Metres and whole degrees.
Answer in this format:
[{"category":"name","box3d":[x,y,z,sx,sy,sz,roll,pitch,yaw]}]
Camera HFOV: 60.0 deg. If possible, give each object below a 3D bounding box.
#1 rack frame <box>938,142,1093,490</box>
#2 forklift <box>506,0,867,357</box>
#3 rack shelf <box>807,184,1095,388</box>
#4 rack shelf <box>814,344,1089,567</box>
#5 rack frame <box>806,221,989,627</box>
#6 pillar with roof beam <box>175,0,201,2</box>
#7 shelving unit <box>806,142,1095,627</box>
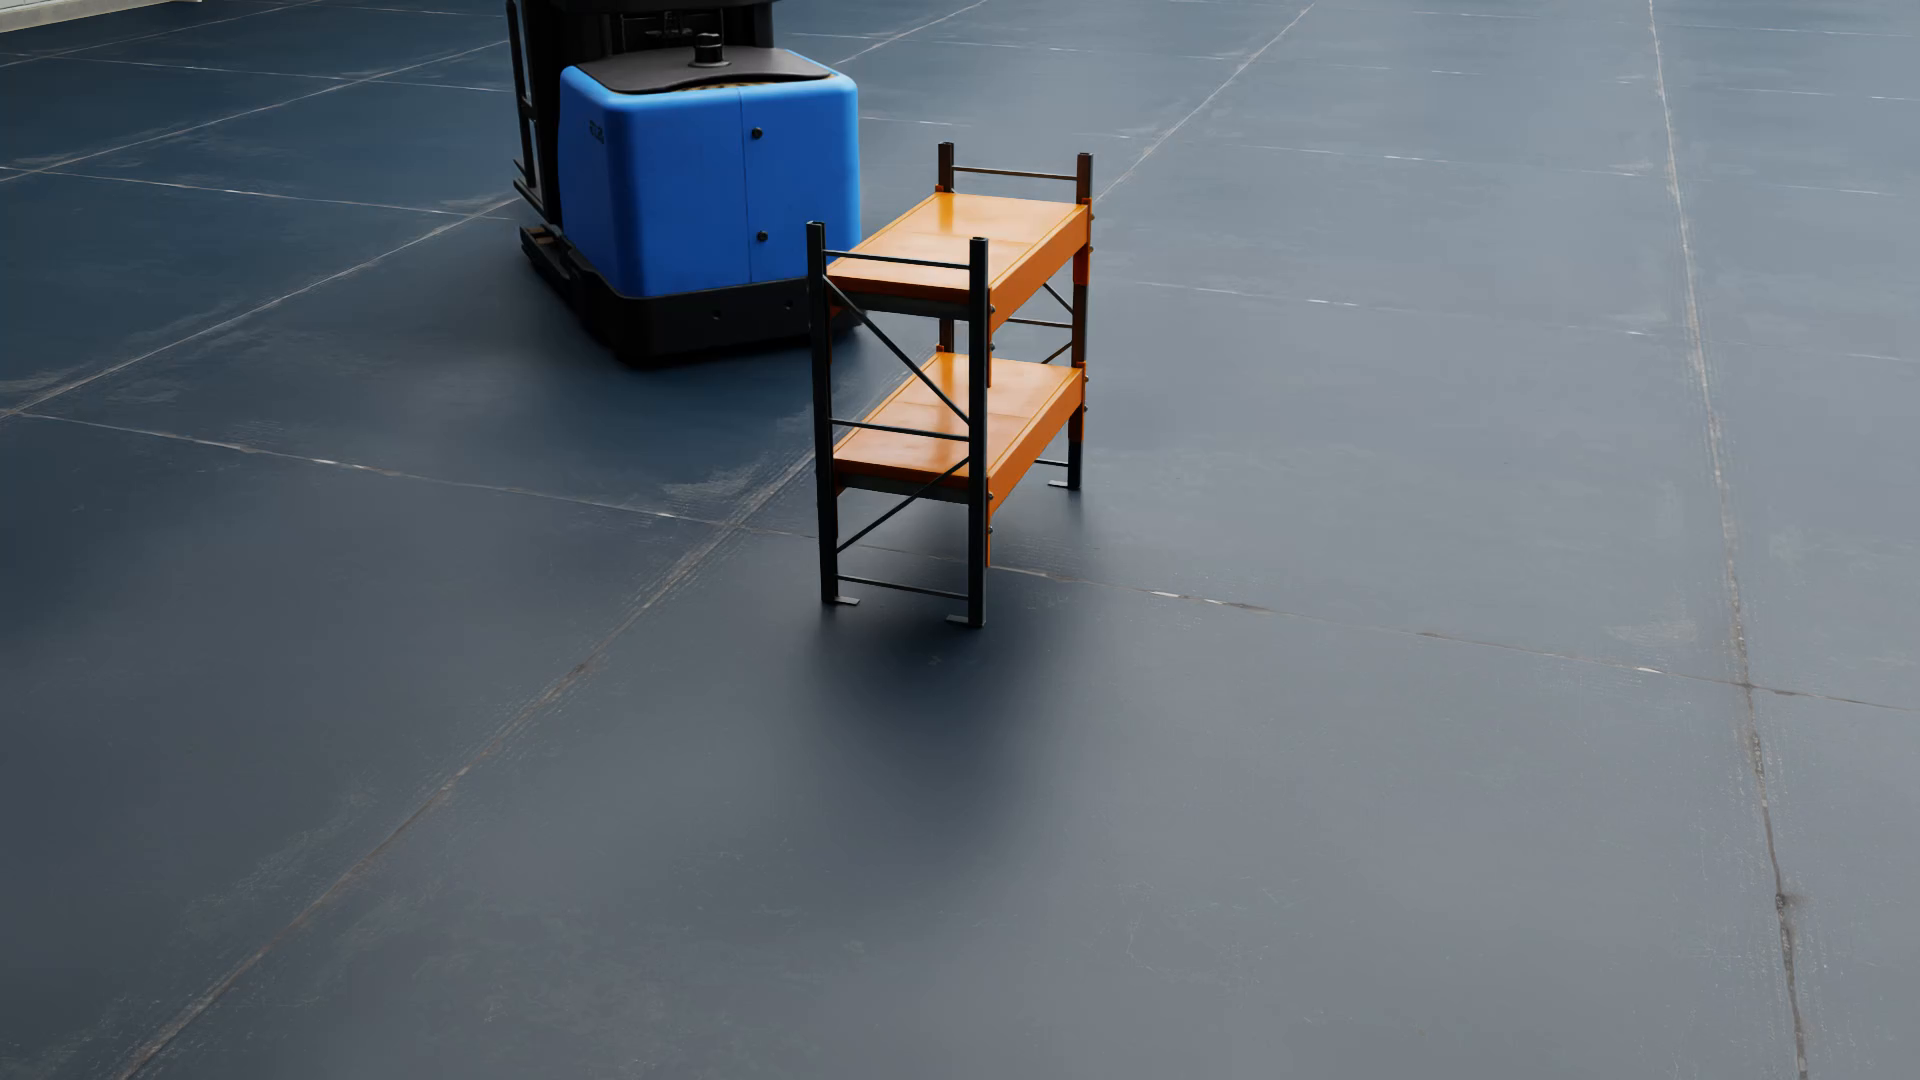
[{"category":"rack frame","box3d":[0.171,-0.718,5.442,0.500,1.125,0.032,9,27,17]},{"category":"forklift","box3d":[-1.471,-2.658,7.376,1.130,2.935,3.031,-11,28,-22]},{"category":"rack shelf","box3d":[0.002,-0.772,4.883,0.538,0.278,1.000,9,27,17]},{"category":"rack shelf","box3d":[0.002,-0.289,5.117,0.538,0.278,1.000,9,27,17]},{"category":"rack frame","box3d":[-0.167,-0.300,4.579,0.500,1.125,0.032,9,27,17]},{"category":"pillar with roof beam","box3d":[-3.271,-8.647,12.783,9.100,9.000,0.400,9,27,17]},{"category":"shelving unit","box3d":[0.002,-0.509,5.011,0.538,1.125,1.048,9,27,17]}]
